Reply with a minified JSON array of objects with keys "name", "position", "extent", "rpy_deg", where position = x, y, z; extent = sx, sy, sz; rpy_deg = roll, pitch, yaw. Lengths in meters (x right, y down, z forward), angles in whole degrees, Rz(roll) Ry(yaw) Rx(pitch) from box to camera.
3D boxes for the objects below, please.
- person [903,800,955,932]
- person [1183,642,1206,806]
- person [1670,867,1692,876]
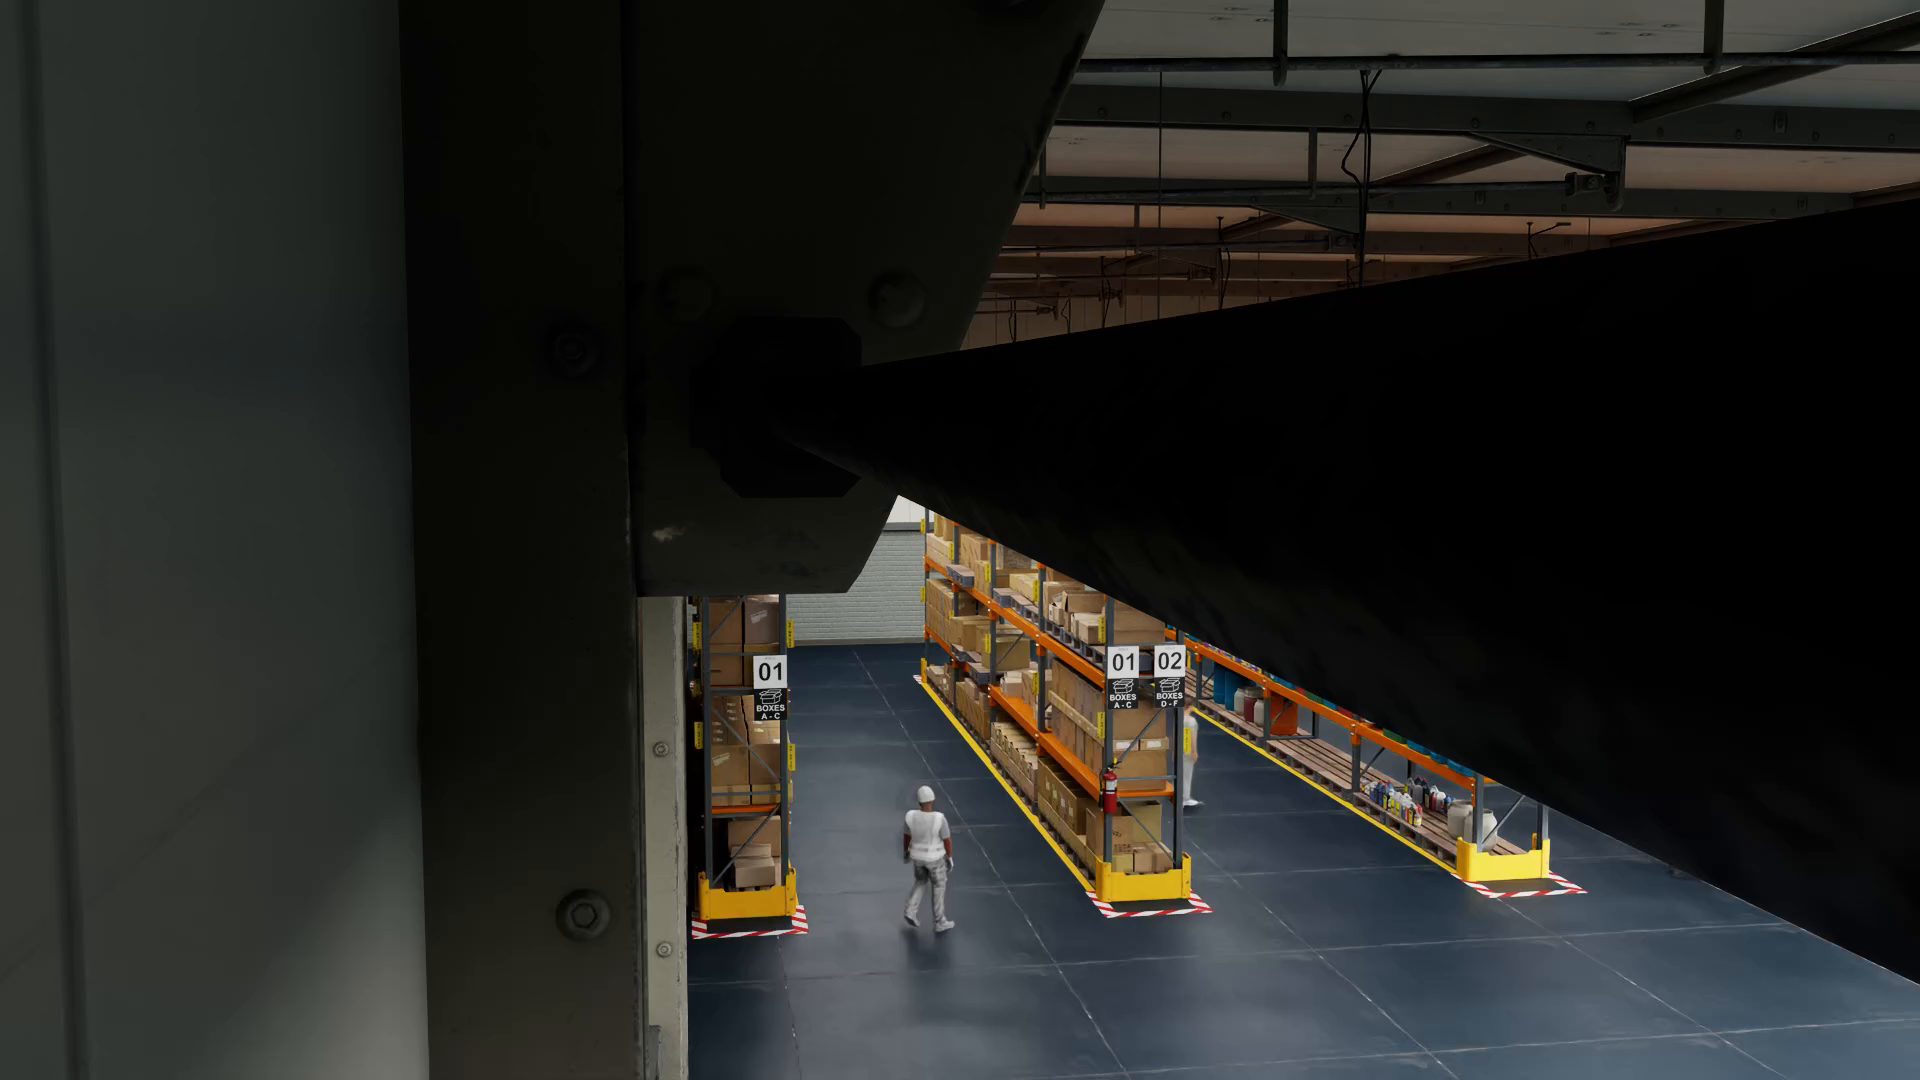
[{"name":"person","position":[12.592,2.337,25.241],"extent":[16.667,3.560,24.040],"rpy_deg":[3,6,32]},{"name":"person","position":[4.173,2.940,29.247],"extent":[4.414,1.703,6.736],"rpy_deg":[-2,5,-23]},{"name":"person","position":[9.553,3.549,21.999],"extent":[0.544,1.767,0.369],"rpy_deg":[3,6,33]}]
